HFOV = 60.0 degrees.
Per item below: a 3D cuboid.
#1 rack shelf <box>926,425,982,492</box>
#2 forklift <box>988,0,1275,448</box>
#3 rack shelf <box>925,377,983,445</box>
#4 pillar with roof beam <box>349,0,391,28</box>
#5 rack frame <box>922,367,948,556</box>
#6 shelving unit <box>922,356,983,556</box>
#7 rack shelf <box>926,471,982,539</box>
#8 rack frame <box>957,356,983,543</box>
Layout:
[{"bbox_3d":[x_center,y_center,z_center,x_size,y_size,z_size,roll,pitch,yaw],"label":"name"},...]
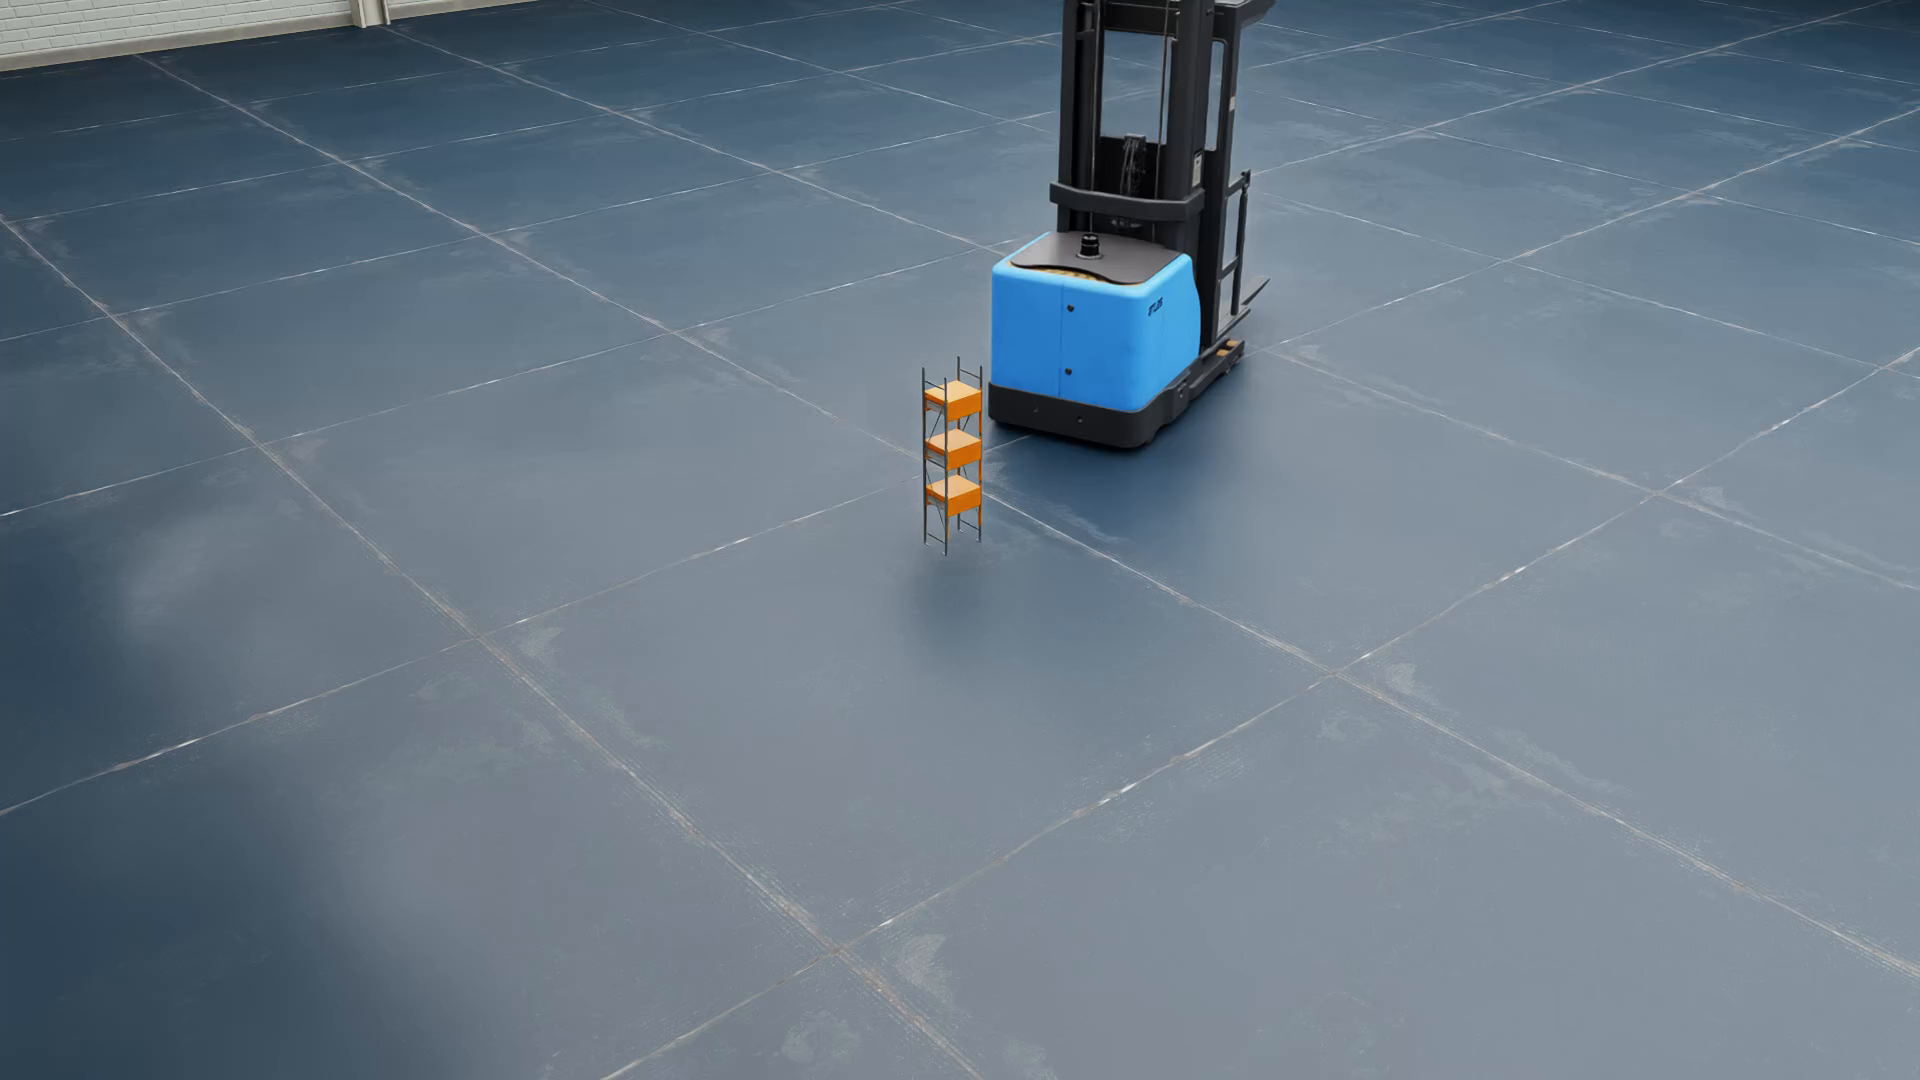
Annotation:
[{"bbox_3d":[-0.041,-0.437,8.977,0.240,0.259,0.215,-22,35,-35],"label":"rack shelf"},{"bbox_3d":[1.317,-2.518,10.852,1.130,2.935,3.031,14,31,24],"label":"forklift"},{"bbox_3d":[-0.041,-0.688,8.843,0.240,0.259,0.215,-22,35,-35],"label":"rack shelf"},{"bbox_3d":[-5.004,-9.263,17.036,0.400,9.000,9.100,-22,35,-35],"label":"pillar with roof beam"},{"bbox_3d":[-0.134,-0.409,8.902,0.008,1.050,0.200,-22,35,-35],"label":"rack frame"},{"bbox_3d":[-0.041,-0.447,8.972,0.252,1.050,0.215,-22,35,-35],"label":"shelving unit"},{"bbox_3d":[-0.041,-0.192,9.108,0.240,0.259,0.215,-22,35,-35],"label":"rack shelf"},{"bbox_3d":[0.052,-0.484,9.042,0.008,1.050,0.200,-22,35,-35],"label":"rack frame"}]
